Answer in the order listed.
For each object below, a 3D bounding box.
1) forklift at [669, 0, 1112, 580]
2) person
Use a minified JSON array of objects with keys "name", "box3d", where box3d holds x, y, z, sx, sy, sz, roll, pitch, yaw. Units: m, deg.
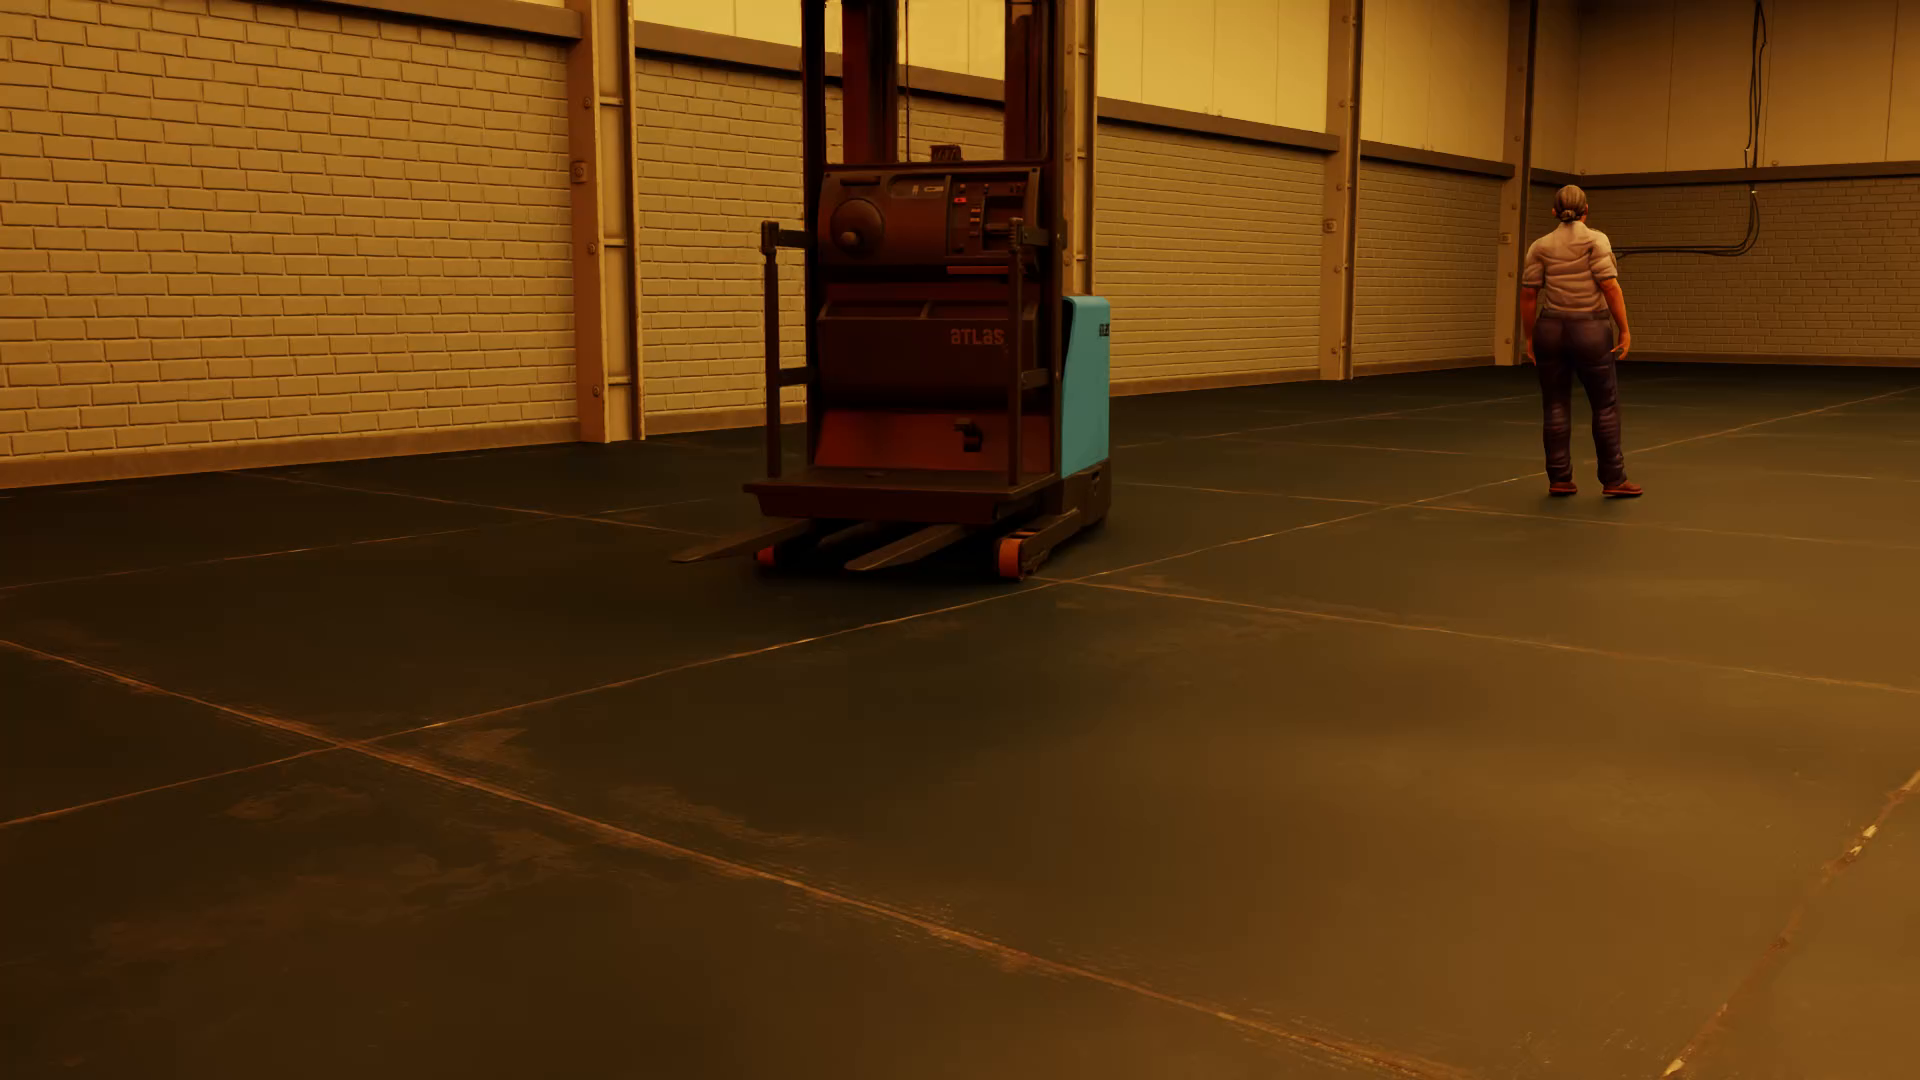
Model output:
[{"name":"forklift","box3d":[-0.190,-1.359,6.569,1.130,2.935,3.031,3,9,17]},{"name":"person","box3d":[3.360,-1.064,8.971,0.598,1.640,0.502,7,11,41]}]
